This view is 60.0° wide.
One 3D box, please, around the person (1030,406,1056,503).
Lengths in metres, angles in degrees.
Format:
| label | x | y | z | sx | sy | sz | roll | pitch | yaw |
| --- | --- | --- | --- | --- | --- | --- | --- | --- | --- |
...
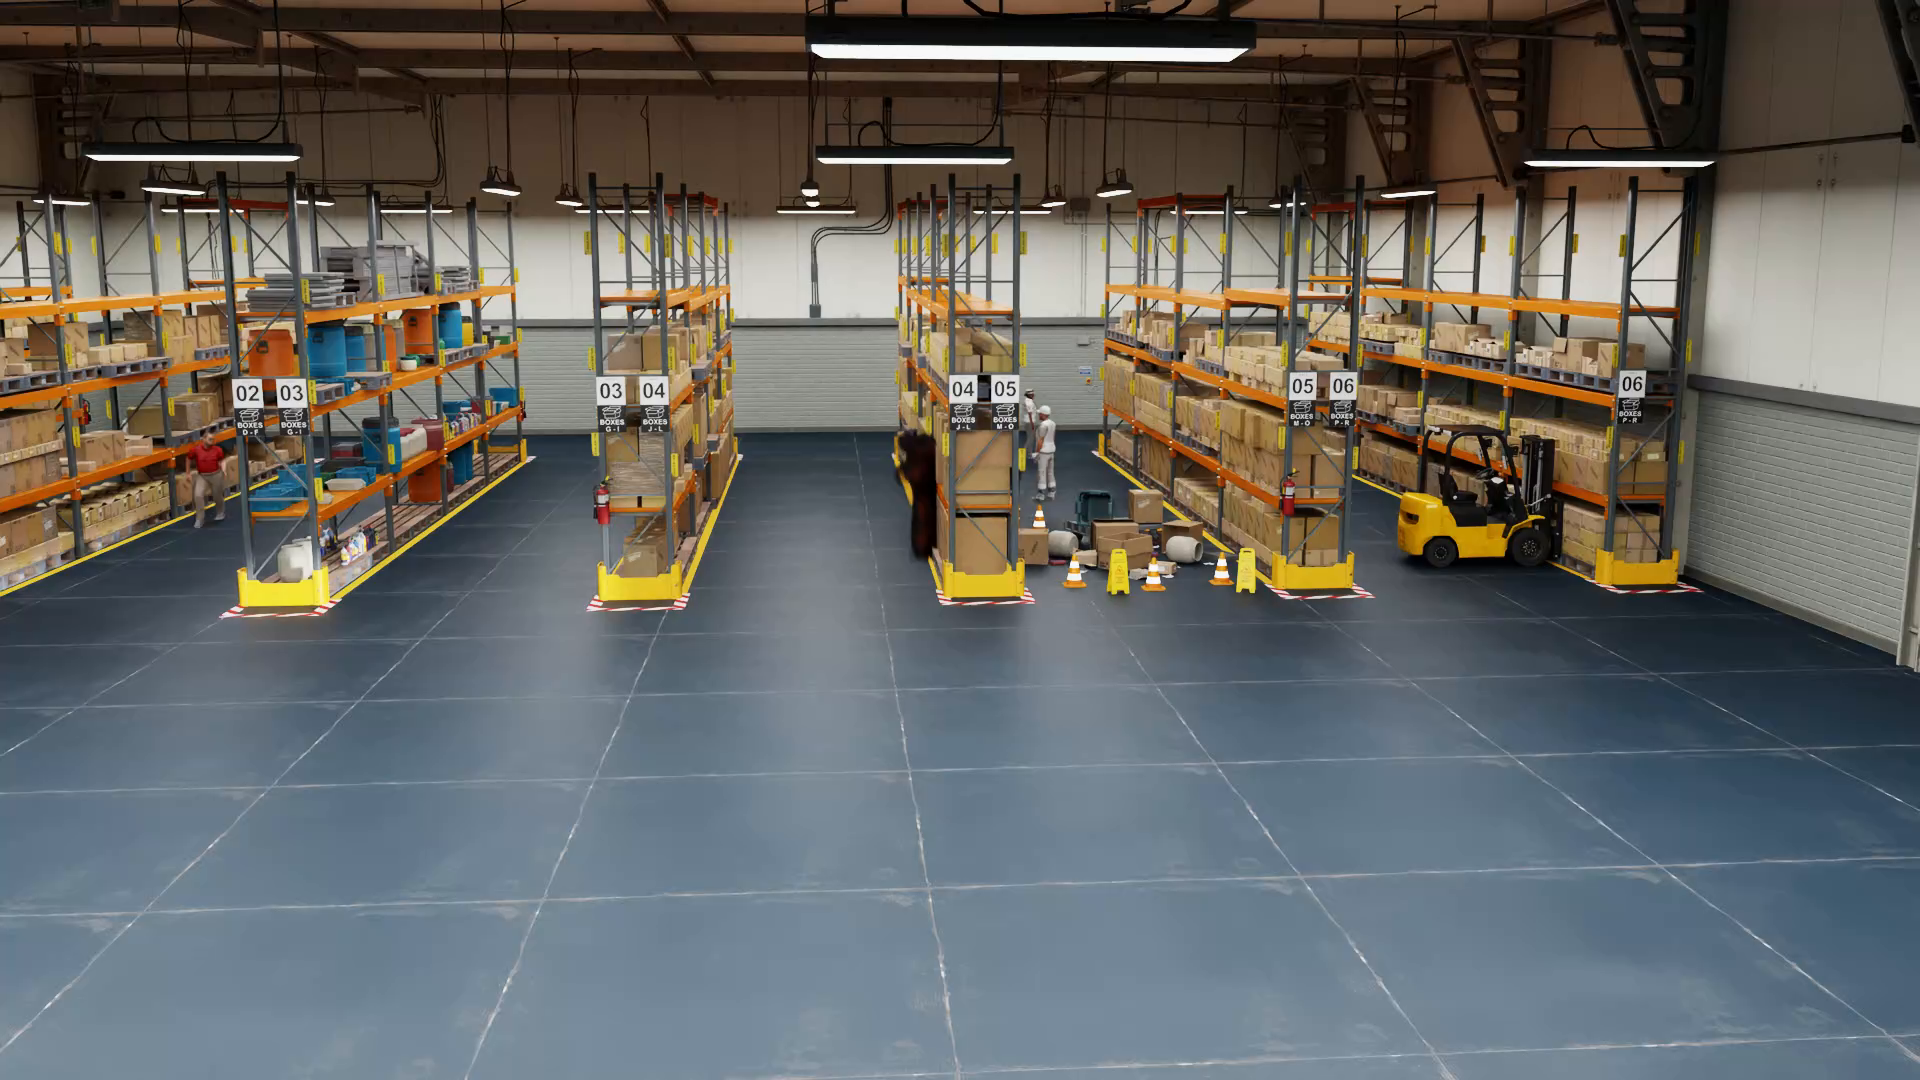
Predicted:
| label | x | y | z | sx | sy | sz | roll | pitch | yaw |
| --- | --- | --- | --- | --- | --- | --- | --- | --- | --- |
| person | 1.552 | -1.593 | 30.885 | 0.397 | 1.806 | 0.607 | 5 | 11 | 28 |

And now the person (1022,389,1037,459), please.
| label | x | y | z | sx | sy | sz | roll | pitch | yaw |
| --- | --- | --- | --- | --- | --- | --- | --- | --- | --- |
| person | 1.679 | -2.762 | 39.577 | 0.399 | 1.682 | 0.496 | -1 | 10 | -5 |

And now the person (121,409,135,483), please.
| label | x | y | z | sx | sy | sz | roll | pitch | yaw |
| --- | --- | --- | --- | --- | --- | --- | --- | --- | --- |
| person | -17.661 | -2.036 | 35.512 | 0.440 | 1.626 | 0.948 | 0 | 10 | 0 |

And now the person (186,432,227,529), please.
| label | x | y | z | sx | sy | sz | roll | pitch | yaw |
| --- | --- | --- | --- | --- | --- | --- | --- | --- | --- |
| person | -13.681 | -1.111 | 30.258 | 0.778 | 1.715 | 0.985 | -1 | 10 | -4 |
